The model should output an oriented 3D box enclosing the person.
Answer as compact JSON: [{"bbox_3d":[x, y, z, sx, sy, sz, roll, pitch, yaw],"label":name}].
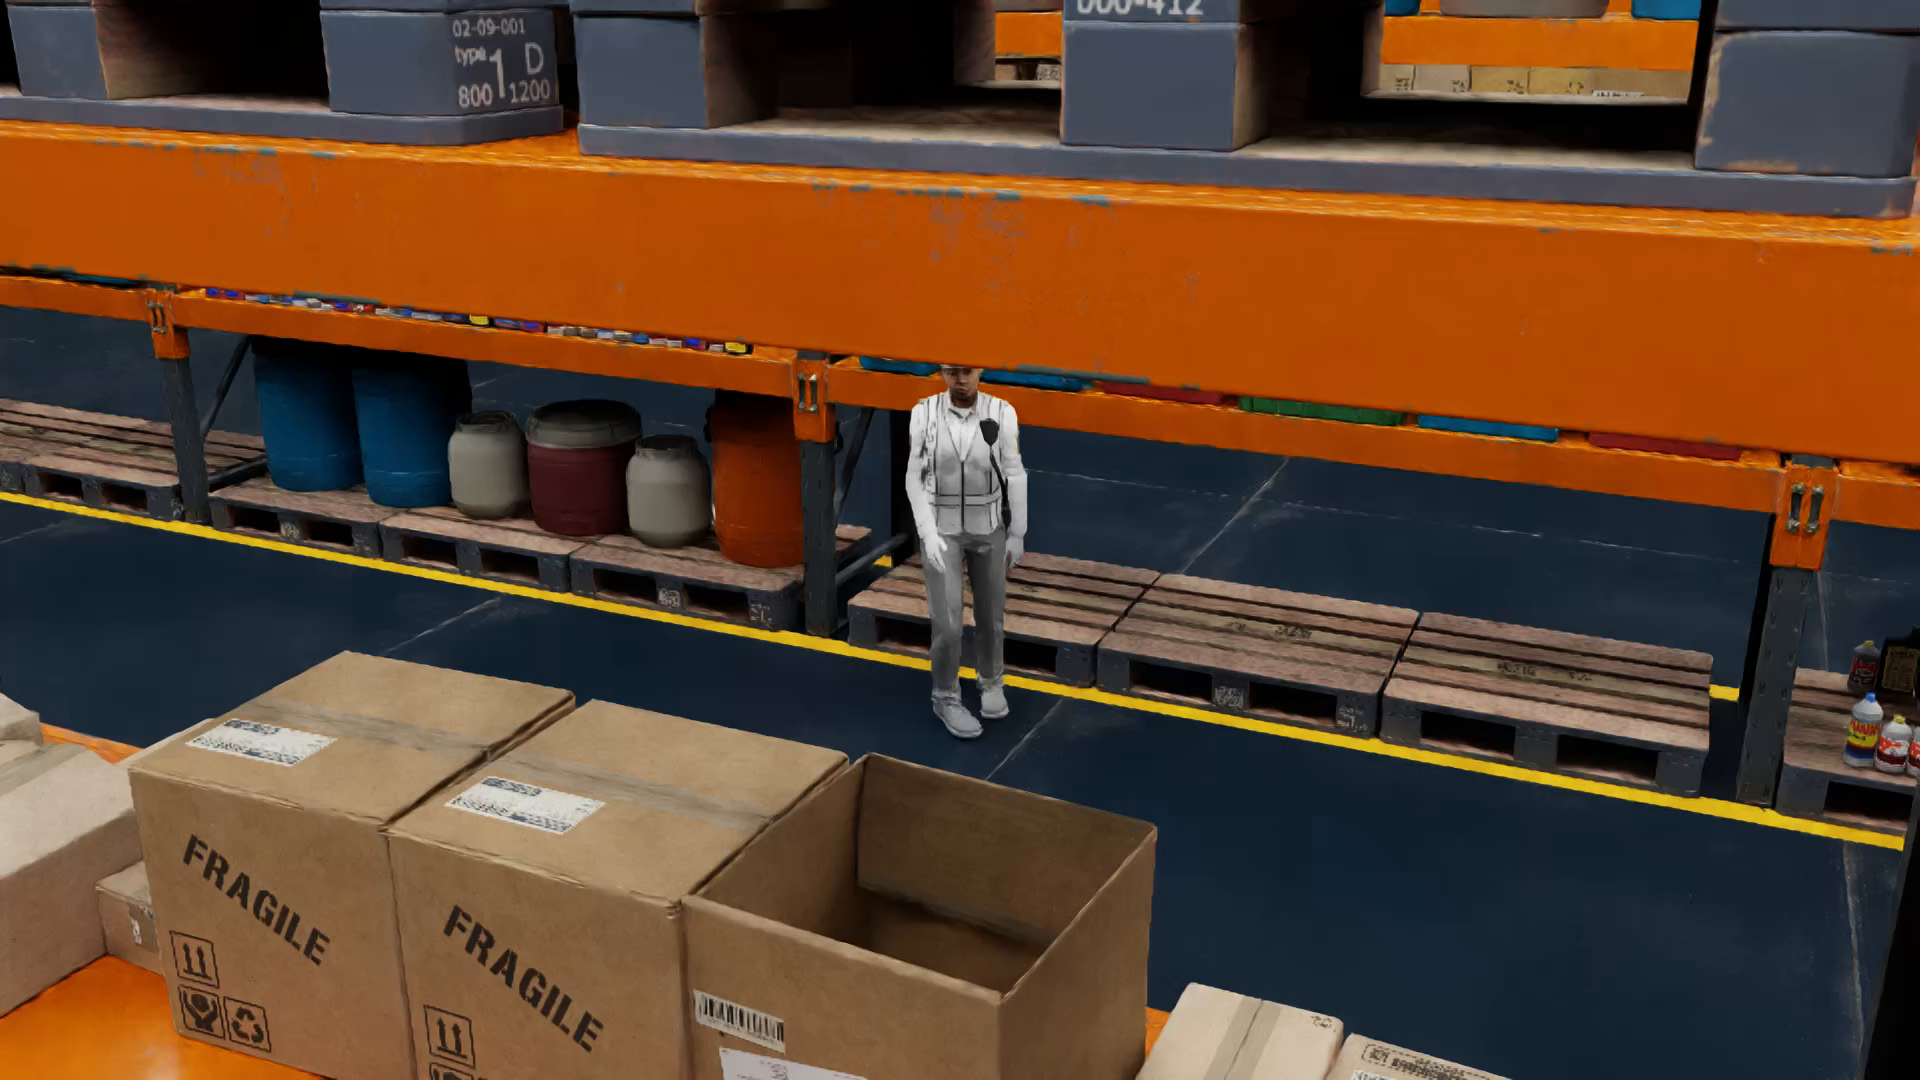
[{"bbox_3d":[0.027,-0.038,6.664,0.489,1.659,0.494,0,19,-1],"label":"person"}]
